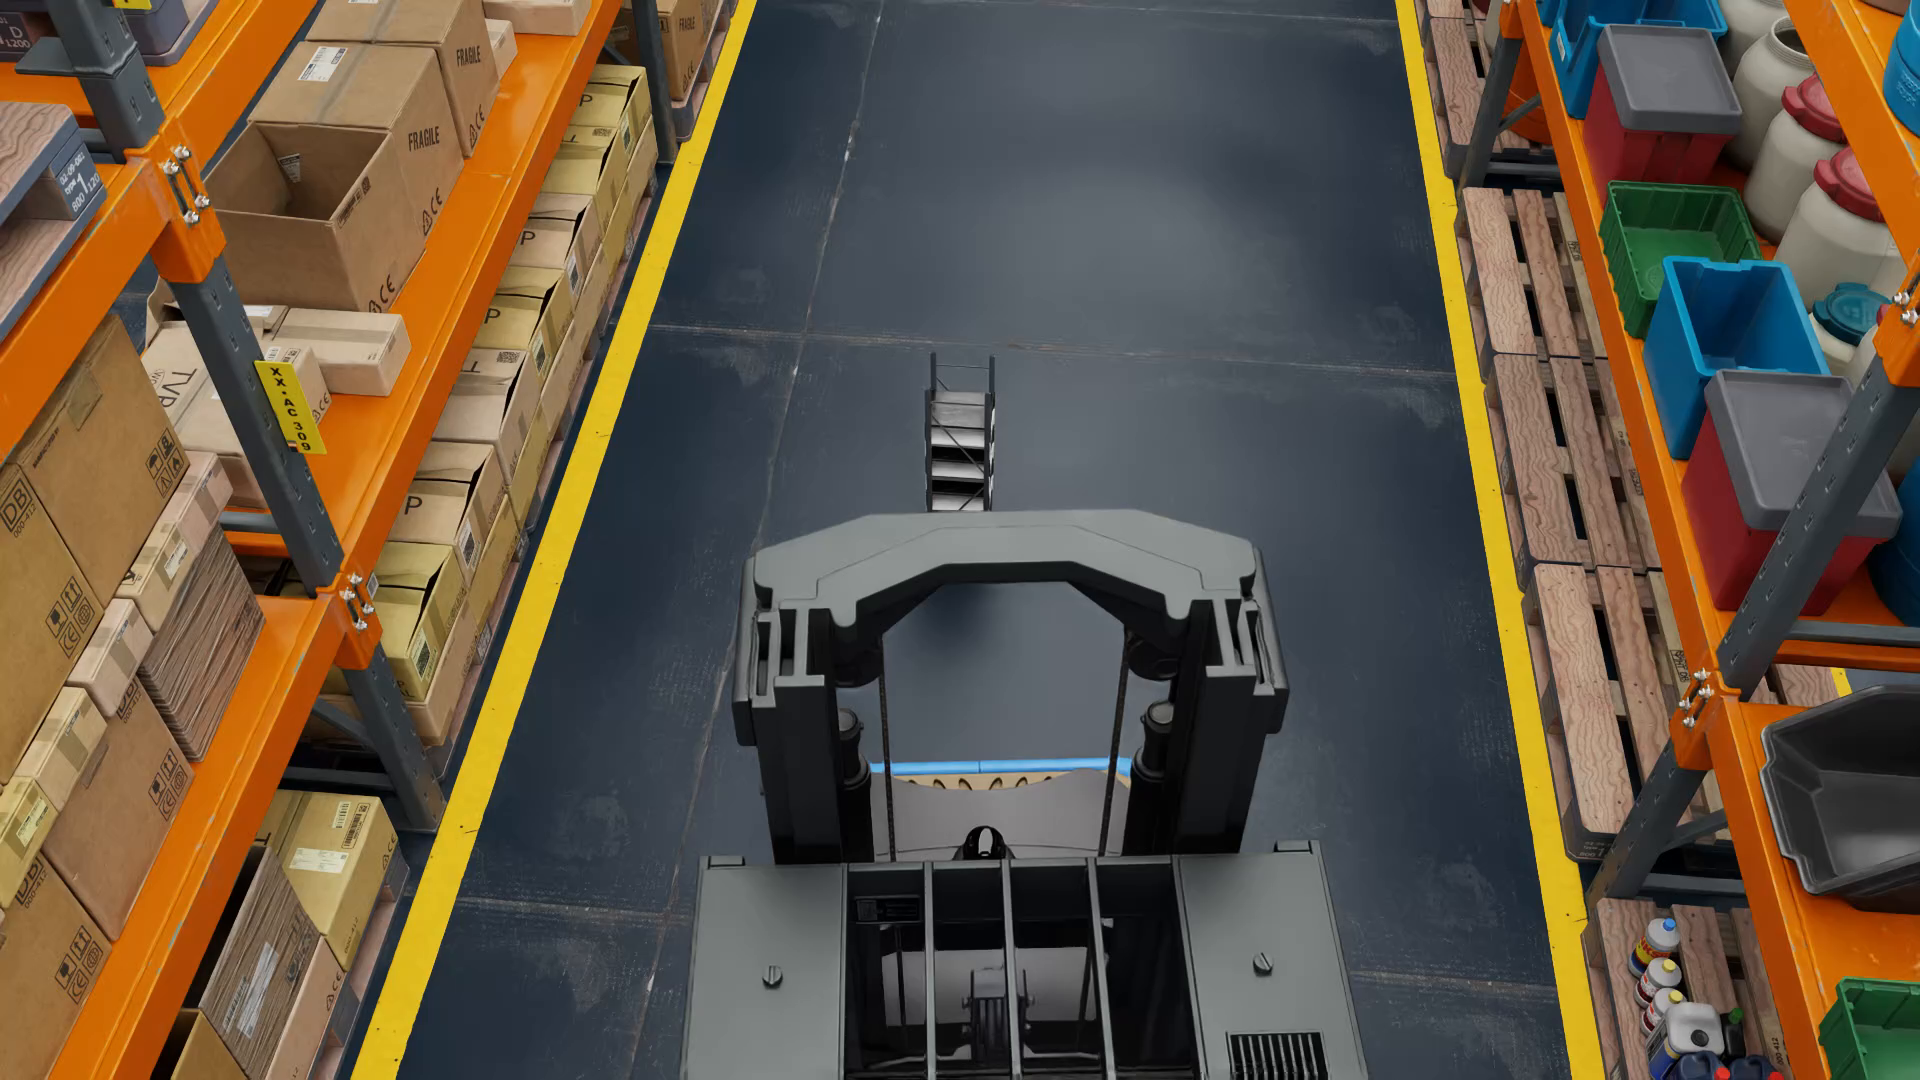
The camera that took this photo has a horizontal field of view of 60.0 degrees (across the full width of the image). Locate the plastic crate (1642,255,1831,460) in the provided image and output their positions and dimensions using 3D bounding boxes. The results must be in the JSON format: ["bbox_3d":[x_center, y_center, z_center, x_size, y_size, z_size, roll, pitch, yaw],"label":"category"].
[{"bbox_3d":[2.404,-0.554,5.235,0.392,0.384,0.575,4,48,4],"label":"plastic crate"}]

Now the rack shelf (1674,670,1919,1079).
[{"bbox_3d":[2.431,1.984,3.390,1.077,0.370,4.000,4,48,4],"label":"rack shelf"}]

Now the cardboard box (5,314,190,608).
[{"bbox_3d":[-2.354,-0.209,3.962,0.700,0.500,0.500,4,48,4],"label":"cardboard box"}]

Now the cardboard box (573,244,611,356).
[{"bbox_3d":[-1.852,-1.066,7.271,0.500,0.250,0.500,5,48,4],"label":"cardboard box"}]

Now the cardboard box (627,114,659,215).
[{"bbox_3d":[-1.760,-1.814,7.955,0.500,0.250,0.500,5,48,4],"label":"cardboard box"}]

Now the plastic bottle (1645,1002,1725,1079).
[{"bbox_3d":[2.145,1.487,4.905,0.152,0.276,0.135,5,48,5],"label":"plastic bottle"}]

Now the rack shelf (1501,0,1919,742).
[{"bbox_3d":[2.795,-0.955,6.078,1.077,0.370,4.000,4,48,4],"label":"rack shelf"}]

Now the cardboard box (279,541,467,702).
[{"bbox_3d":[-2.034,0.246,5.691,0.500,0.311,0.500,4,48,4],"label":"cardboard box"}]

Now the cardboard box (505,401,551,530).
[{"bbox_3d":[-1.944,-0.314,6.583,0.500,0.250,0.500,3,48,2],"label":"cardboard box"}]

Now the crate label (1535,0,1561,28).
[{"bbox_3d":[2.566,-2.327,6.959,0.303,0.233,0.416,4,48,4],"label":"crate label"}]

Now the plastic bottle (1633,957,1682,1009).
[{"bbox_3d":[2.138,1.347,5.084,0.097,0.201,0.097,0,48,0],"label":"plastic bottle"}]

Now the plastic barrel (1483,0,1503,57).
[{"bbox_3d":[2.967,-2.751,8.635,0.421,0.512,0.421,0,48,0],"label":"plastic barrel"}]

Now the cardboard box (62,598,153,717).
[{"bbox_3d":[-2.177,0.272,3.962,0.380,0.149,0.250,3,48,2],"label":"cardboard box"}]

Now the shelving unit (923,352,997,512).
[{"bbox_3d":[0.001,-0.310,6.423,0.258,0.900,0.210,4,48,4],"label":"shelving unit"}]

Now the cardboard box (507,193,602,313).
[{"bbox_3d":[-1.847,-1.252,7.061,0.500,0.311,0.500,4,48,3],"label":"cardboard box"}]

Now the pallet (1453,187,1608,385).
[{"bbox_3d":[2.868,-1.160,7.668,1.003,0.211,1.213,4,48,4],"label":"pallet"}]

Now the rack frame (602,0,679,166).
[{"bbox_3d":[-1.955,-3.004,7.464,1.000,3.000,0.127,4,48,4],"label":"rack frame"}]

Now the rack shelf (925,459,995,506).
[{"bbox_3d":[0.001,-0.226,6.514,0.258,0.077,0.200,4,48,4],"label":"rack shelf"}]

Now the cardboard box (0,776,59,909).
[{"bbox_3d":[-2.226,0.645,3.620,0.380,0.149,0.250,4,48,3],"label":"cardboard box"}]

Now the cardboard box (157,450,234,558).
[{"bbox_3d":[-2.131,-0.103,4.304,0.380,0.149,0.250,4,48,3],"label":"cardboard box"}]

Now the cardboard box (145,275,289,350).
[{"bbox_3d":[-2.422,-0.677,5.428,0.396,0.266,0.258,3,48,3],"label":"cardboard box"}]

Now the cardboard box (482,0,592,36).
[{"bbox_3d":[-1.762,-2.239,6.936,0.380,0.149,0.250,4,48,4],"label":"cardboard box"}]

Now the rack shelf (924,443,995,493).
[{"bbox_3d":[0.001,-0.287,6.448,0.258,0.077,0.200,4,48,4],"label":"rack shelf"}]

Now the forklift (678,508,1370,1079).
[{"bbox_3d":[0.097,1.452,3.435,1.130,2.935,3.031,-1,48,-1],"label":"forklift"}]

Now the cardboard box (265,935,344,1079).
[{"bbox_3d":[-2.200,1.444,4.975,0.500,0.250,0.500,4,48,4],"label":"cardboard box"}]

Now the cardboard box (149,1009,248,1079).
[{"bbox_3d":[-2.243,1.559,4.362,0.500,0.500,0.500,4,48,4],"label":"cardboard box"}]

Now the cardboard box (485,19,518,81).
[{"bbox_3d":[-2.015,-1.978,6.696,0.380,0.149,0.250,7,48,6],"label":"cardboard box"}]

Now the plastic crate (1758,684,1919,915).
[{"bbox_3d":[2.438,0.669,4.148,0.767,0.338,0.504,4,48,4],"label":"plastic crate"}]

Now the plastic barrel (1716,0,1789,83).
[{"bbox_3d":[3.096,-1.935,6.411,0.421,0.512,0.421,0,48,0],"label":"plastic barrel"}]

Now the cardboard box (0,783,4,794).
[{"bbox_3d":[-2.445,0.530,3.286,0.700,0.500,0.500,4,48,4],"label":"cardboard box"}]

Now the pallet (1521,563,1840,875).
[{"bbox_3d":[2.646,0.633,6.028,1.003,0.211,1.213,4,48,4],"label":"pallet"}]

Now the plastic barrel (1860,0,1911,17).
[{"bbox_3d":[2.503,-1.779,3.972,0.600,0.901,0.600,0,48,0],"label":"plastic barrel"}]

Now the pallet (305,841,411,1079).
[{"bbox_3d":[-2.434,1.458,5.273,1.003,0.211,1.213,4,48,4],"label":"pallet"}]

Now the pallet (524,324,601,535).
[{"bbox_3d":[-2.183,-0.566,7.125,1.003,0.211,1.213,4,48,4],"label":"pallet"}]

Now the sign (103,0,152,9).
[{"bbox_3d":[-1.767,-1.242,3.416,0.100,0.325,0.005,4,48,4],"label":"sign"}]

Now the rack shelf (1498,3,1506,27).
[{"bbox_3d":[3.160,-3.895,8.767,1.077,0.370,4.000,4,48,4],"label":"rack shelf"}]

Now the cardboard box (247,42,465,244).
[{"bbox_3d":[-2.140,-1.416,5.945,0.500,0.500,0.500,4,48,4],"label":"cardboard box"}]

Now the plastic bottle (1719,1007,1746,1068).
[{"bbox_3d":[2.251,1.491,4.896,0.061,0.283,0.133,4,48,4],"label":"plastic bottle"}]

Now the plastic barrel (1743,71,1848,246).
[{"bbox_3d":[3.025,-1.320,5.832,0.433,0.535,0.433,0,48,0],"label":"plastic barrel"}]

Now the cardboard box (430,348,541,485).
[{"bbox_3d":[-1.937,-0.502,6.375,0.500,0.311,0.500,2,48,2],"label":"cardboard box"}]

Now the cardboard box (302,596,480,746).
[{"bbox_3d":[-2.036,0.442,5.891,0.500,0.250,0.500,3,48,3],"label":"cardboard box"}]

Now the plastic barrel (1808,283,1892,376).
[{"bbox_3d":[2.886,-0.644,5.400,0.301,0.262,0.301,0,48,0],"label":"plastic barrel"}]

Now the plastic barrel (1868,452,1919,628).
[{"bbox_3d":[2.950,-0.161,4.525,0.600,0.901,0.708,4,48,4],"label":"plastic barrel"}]

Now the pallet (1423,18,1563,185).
[{"bbox_3d":[3.008,-2.309,8.719,1.003,0.211,1.213,4,48,4],"label":"pallet"}]

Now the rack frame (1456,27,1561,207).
[{"bbox_3d":[2.977,-2.668,7.157,1.000,3.000,0.127,4,48,4],"label":"rack frame"}]

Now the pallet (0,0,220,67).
[{"bbox_3d":[-2.252,-1.661,4.333,0.805,0.209,1.217,2,48,2],"label":"pallet"}]

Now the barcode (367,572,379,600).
[{"bbox_3d":[-1.882,0.147,5.328,0.001,0.075,0.075,4,48,4],"label":"barcode"}]

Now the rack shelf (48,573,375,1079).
[{"bbox_3d":[-2.502,1.648,3.697,1.077,0.370,4.000,4,48,4],"label":"rack shelf"}]

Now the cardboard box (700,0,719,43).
[{"bbox_3d":[-1.587,-3.009,8.865,0.500,0.500,0.500,2,48,2],"label":"cardboard box"}]

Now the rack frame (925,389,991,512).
[{"bbox_3d":[-0.009,-0.235,6.355,0.240,0.900,0.006,4,48,4],"label":"rack frame"}]

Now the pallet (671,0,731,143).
[{"bbox_3d":[-1.849,-2.609,8.993,1.003,0.211,1.213,4,48,4],"label":"pallet"}]

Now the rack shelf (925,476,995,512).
[{"bbox_3d":[0.001,-0.166,6.581,0.258,0.077,0.200,4,48,4],"label":"rack shelf"}]

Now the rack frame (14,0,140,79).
[{"bbox_3d":[-2.320,-2.089,2.562,1.000,3.000,0.127,4,48,4],"label":"rack frame"}]

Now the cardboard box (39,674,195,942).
[{"bbox_3d":[-2.395,0.617,4.086,0.700,0.500,0.500,3,48,3],"label":"cardboard box"}]

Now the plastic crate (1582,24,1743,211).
[{"bbox_3d":[2.525,-1.522,6.066,0.402,0.464,0.583,4,48,4],"label":"plastic crate"}]

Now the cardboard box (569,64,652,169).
[{"bbox_3d":[-1.758,-2.005,7.750,0.500,0.311,0.500,5,48,5],"label":"cardboard box"}]
